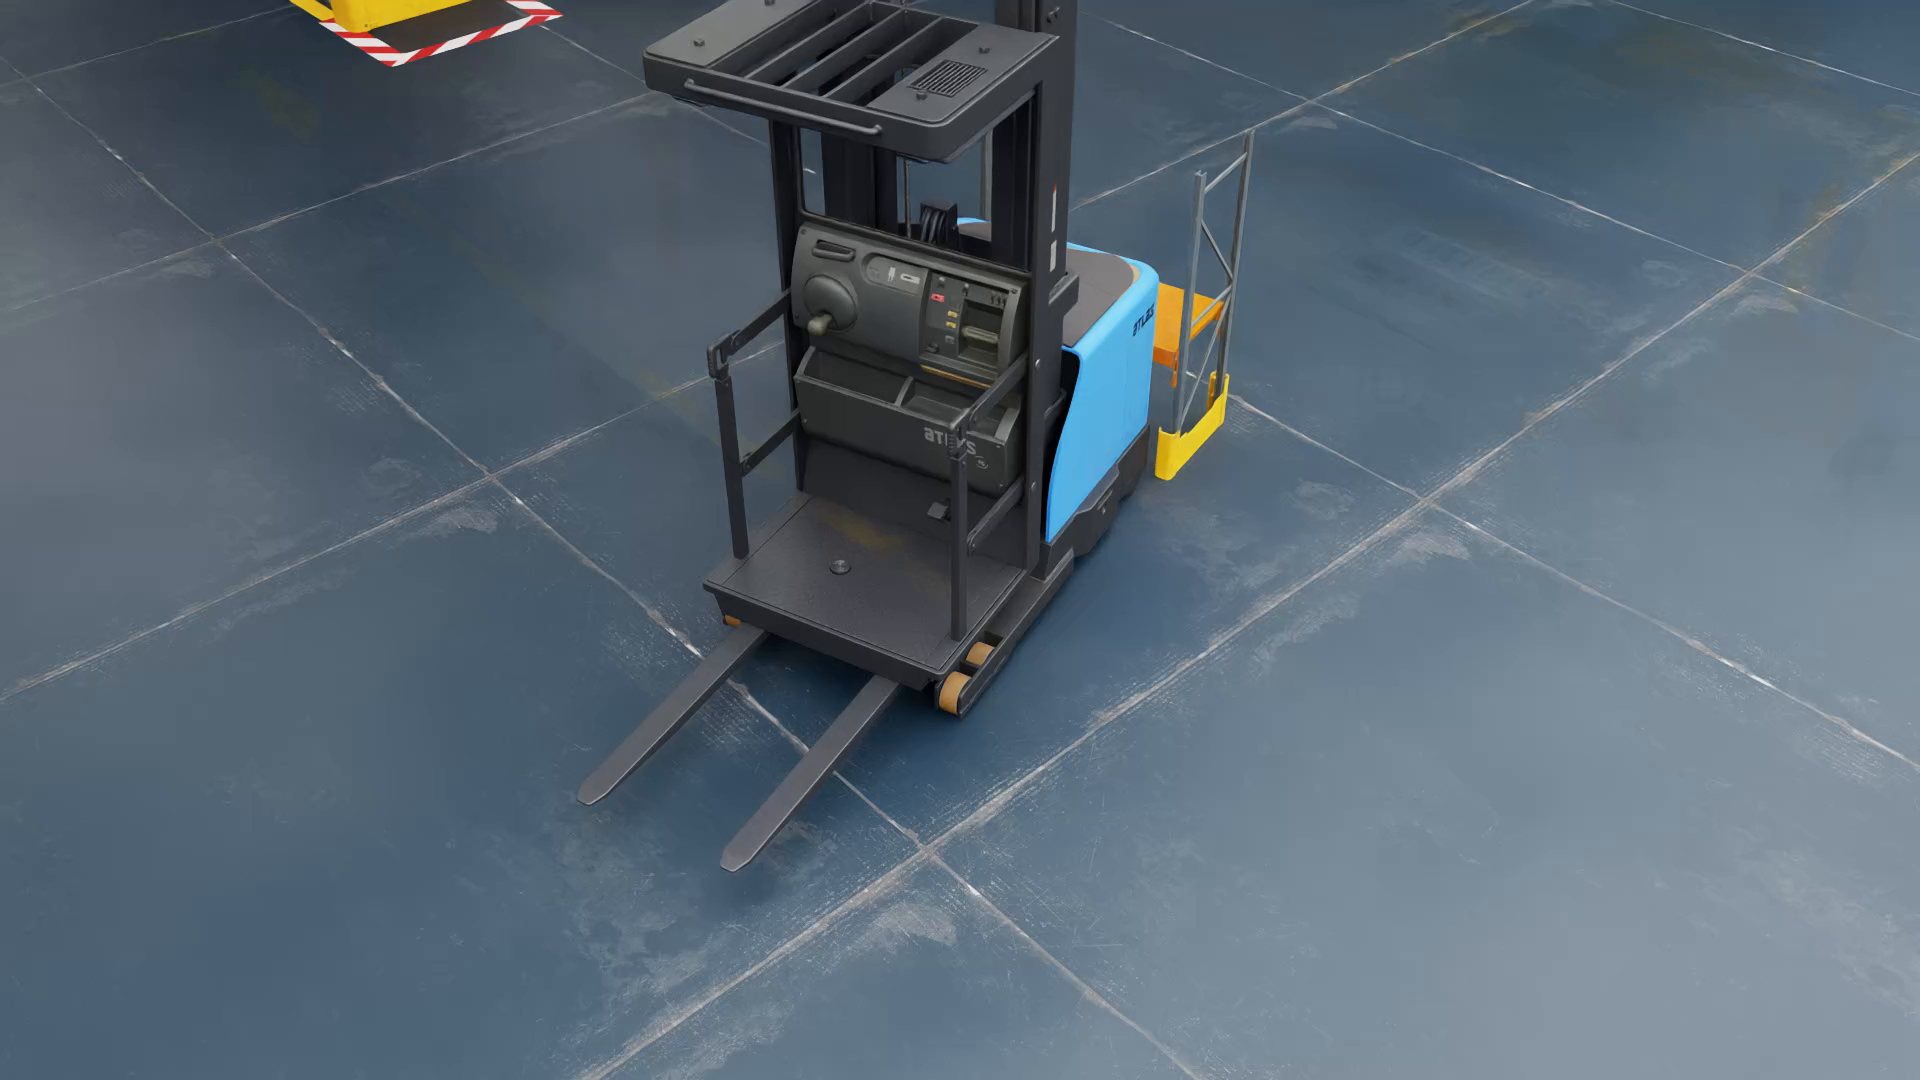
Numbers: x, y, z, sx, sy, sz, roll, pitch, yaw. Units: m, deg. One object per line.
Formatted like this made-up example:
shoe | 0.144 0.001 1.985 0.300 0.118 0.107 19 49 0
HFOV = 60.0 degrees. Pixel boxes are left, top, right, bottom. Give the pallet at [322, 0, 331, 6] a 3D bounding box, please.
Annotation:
pallet | -4.441 -4.333 12.447 1.003 0.211 1.213 -30 48 -32

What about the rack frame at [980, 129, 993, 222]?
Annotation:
rack frame | 0.239 -1.360 7.740 0.032 1.500 0.500 22 44 25

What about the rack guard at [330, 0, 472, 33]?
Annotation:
rack guard | -3.918 -4.054 11.872 1.175 0.500 0.348 -30 48 -32

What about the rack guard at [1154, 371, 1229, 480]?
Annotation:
rack guard | 1.077 -0.534 7.712 0.087 0.250 0.587 22 44 25

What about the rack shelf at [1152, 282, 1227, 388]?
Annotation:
rack shelf | 0.666 -1.047 7.639 1.000 0.185 0.538 22 44 25

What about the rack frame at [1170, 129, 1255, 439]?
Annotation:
rack frame | 1.093 -1.013 7.311 0.032 1.500 0.500 22 44 25

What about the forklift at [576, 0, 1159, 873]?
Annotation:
forklift | -0.307 -0.794 5.901 1.130 2.935 3.031 19 43 22

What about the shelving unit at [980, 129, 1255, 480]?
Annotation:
shelving unit | 0.658 -1.190 7.529 1.083 1.500 0.587 22 44 25
